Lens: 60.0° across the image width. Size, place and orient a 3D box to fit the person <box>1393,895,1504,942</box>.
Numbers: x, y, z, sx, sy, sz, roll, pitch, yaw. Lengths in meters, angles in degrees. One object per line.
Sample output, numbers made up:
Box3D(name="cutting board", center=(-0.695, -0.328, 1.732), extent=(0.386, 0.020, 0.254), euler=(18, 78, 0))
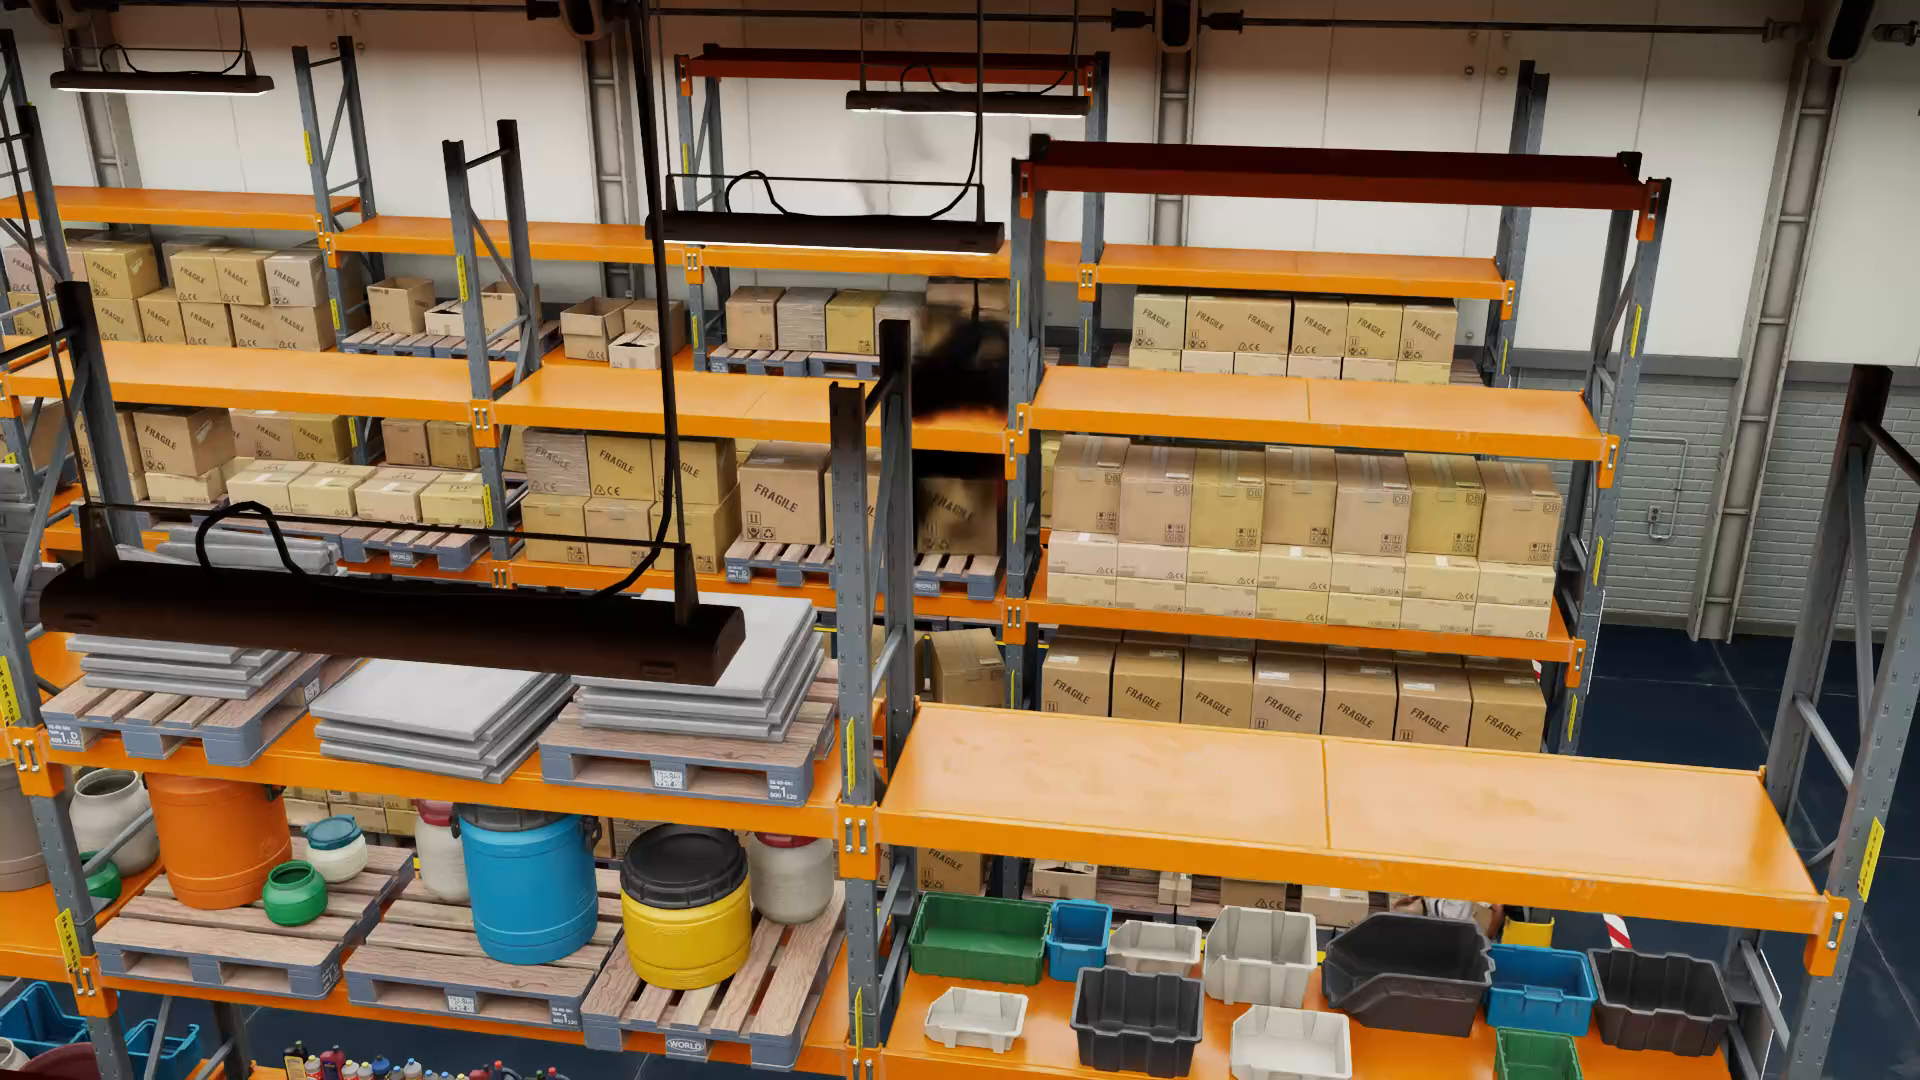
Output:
Box3D(name="person", center=(3.321, 2.693, 11.347), extent=(0.787, 1.678, 0.552), euler=(0, 23, 0))
